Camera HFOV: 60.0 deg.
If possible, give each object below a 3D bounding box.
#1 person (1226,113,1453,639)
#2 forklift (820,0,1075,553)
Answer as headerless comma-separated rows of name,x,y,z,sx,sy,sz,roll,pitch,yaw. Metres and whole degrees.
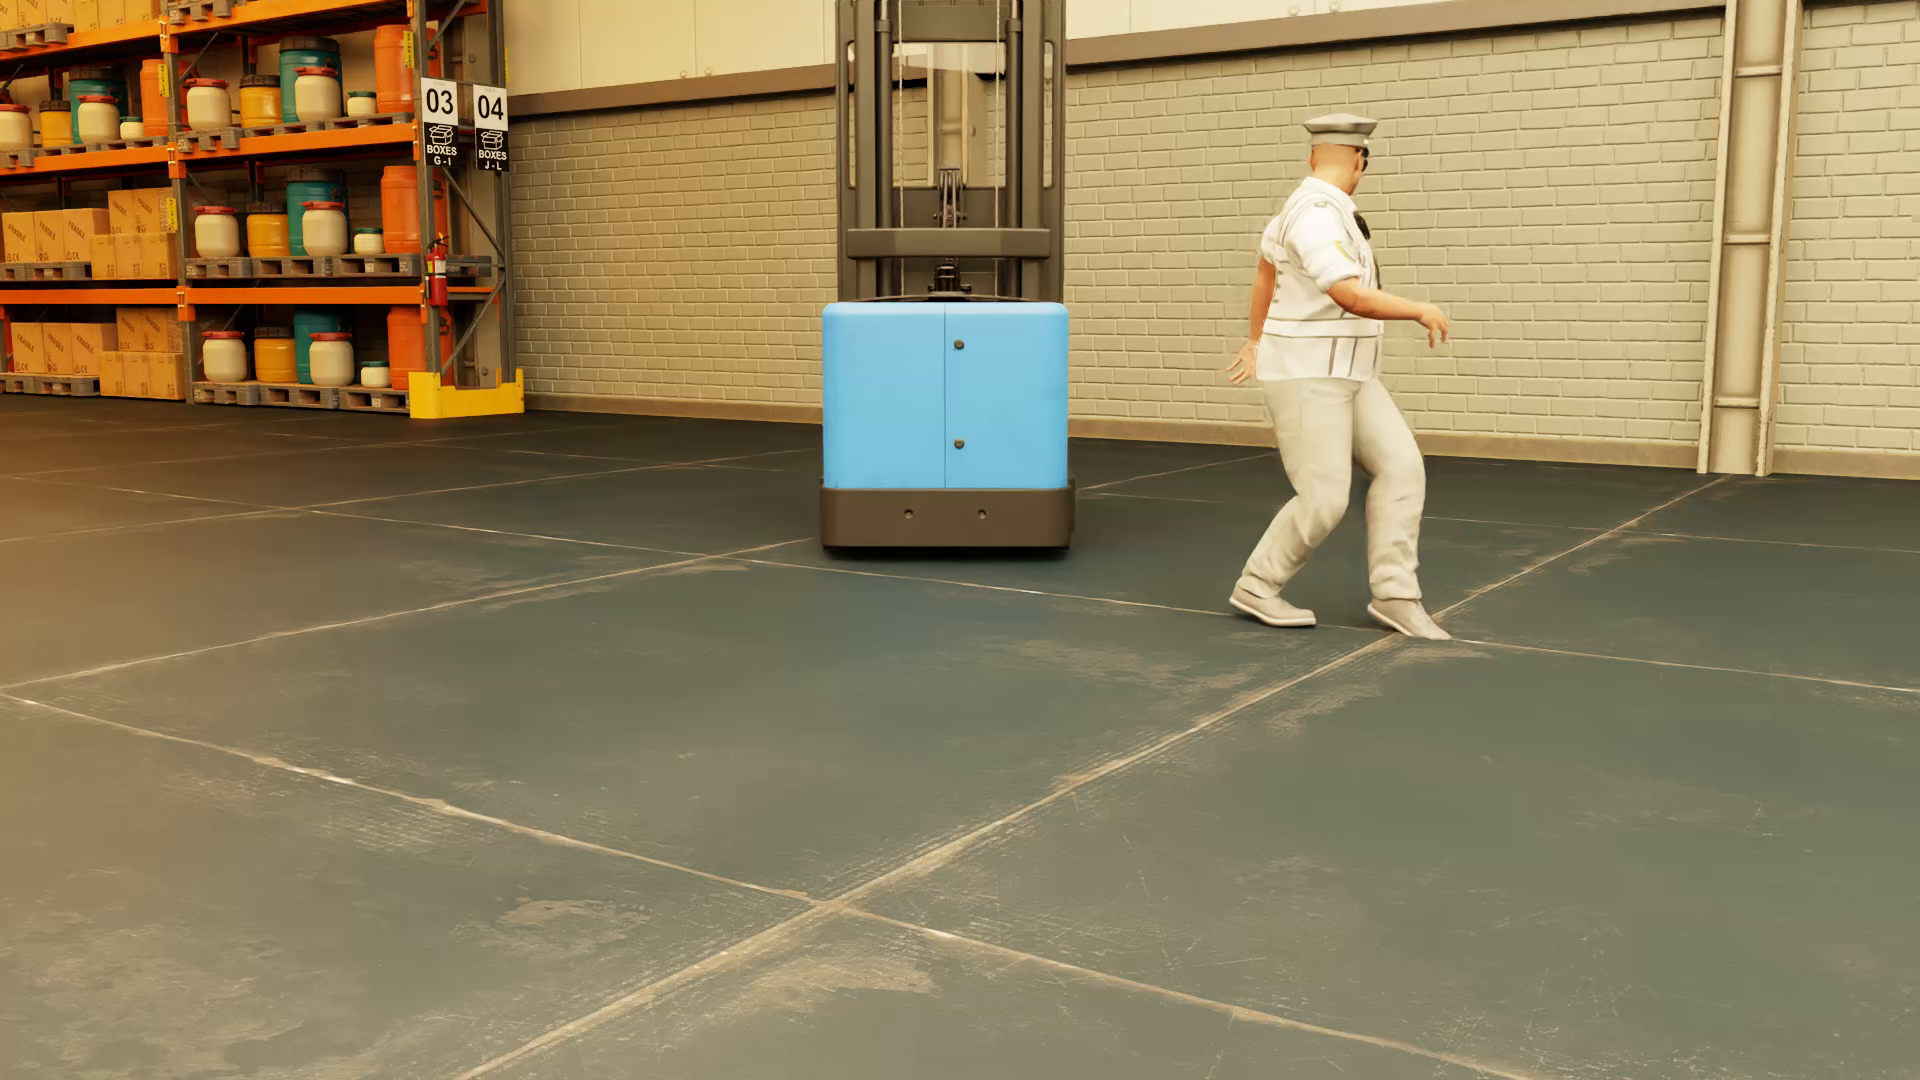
person,1.211,-0.517,5.477,0.915,1.735,0.579,5,10,33
forklift,-0.041,-1.565,8.197,1.130,2.935,3.031,0,8,1
